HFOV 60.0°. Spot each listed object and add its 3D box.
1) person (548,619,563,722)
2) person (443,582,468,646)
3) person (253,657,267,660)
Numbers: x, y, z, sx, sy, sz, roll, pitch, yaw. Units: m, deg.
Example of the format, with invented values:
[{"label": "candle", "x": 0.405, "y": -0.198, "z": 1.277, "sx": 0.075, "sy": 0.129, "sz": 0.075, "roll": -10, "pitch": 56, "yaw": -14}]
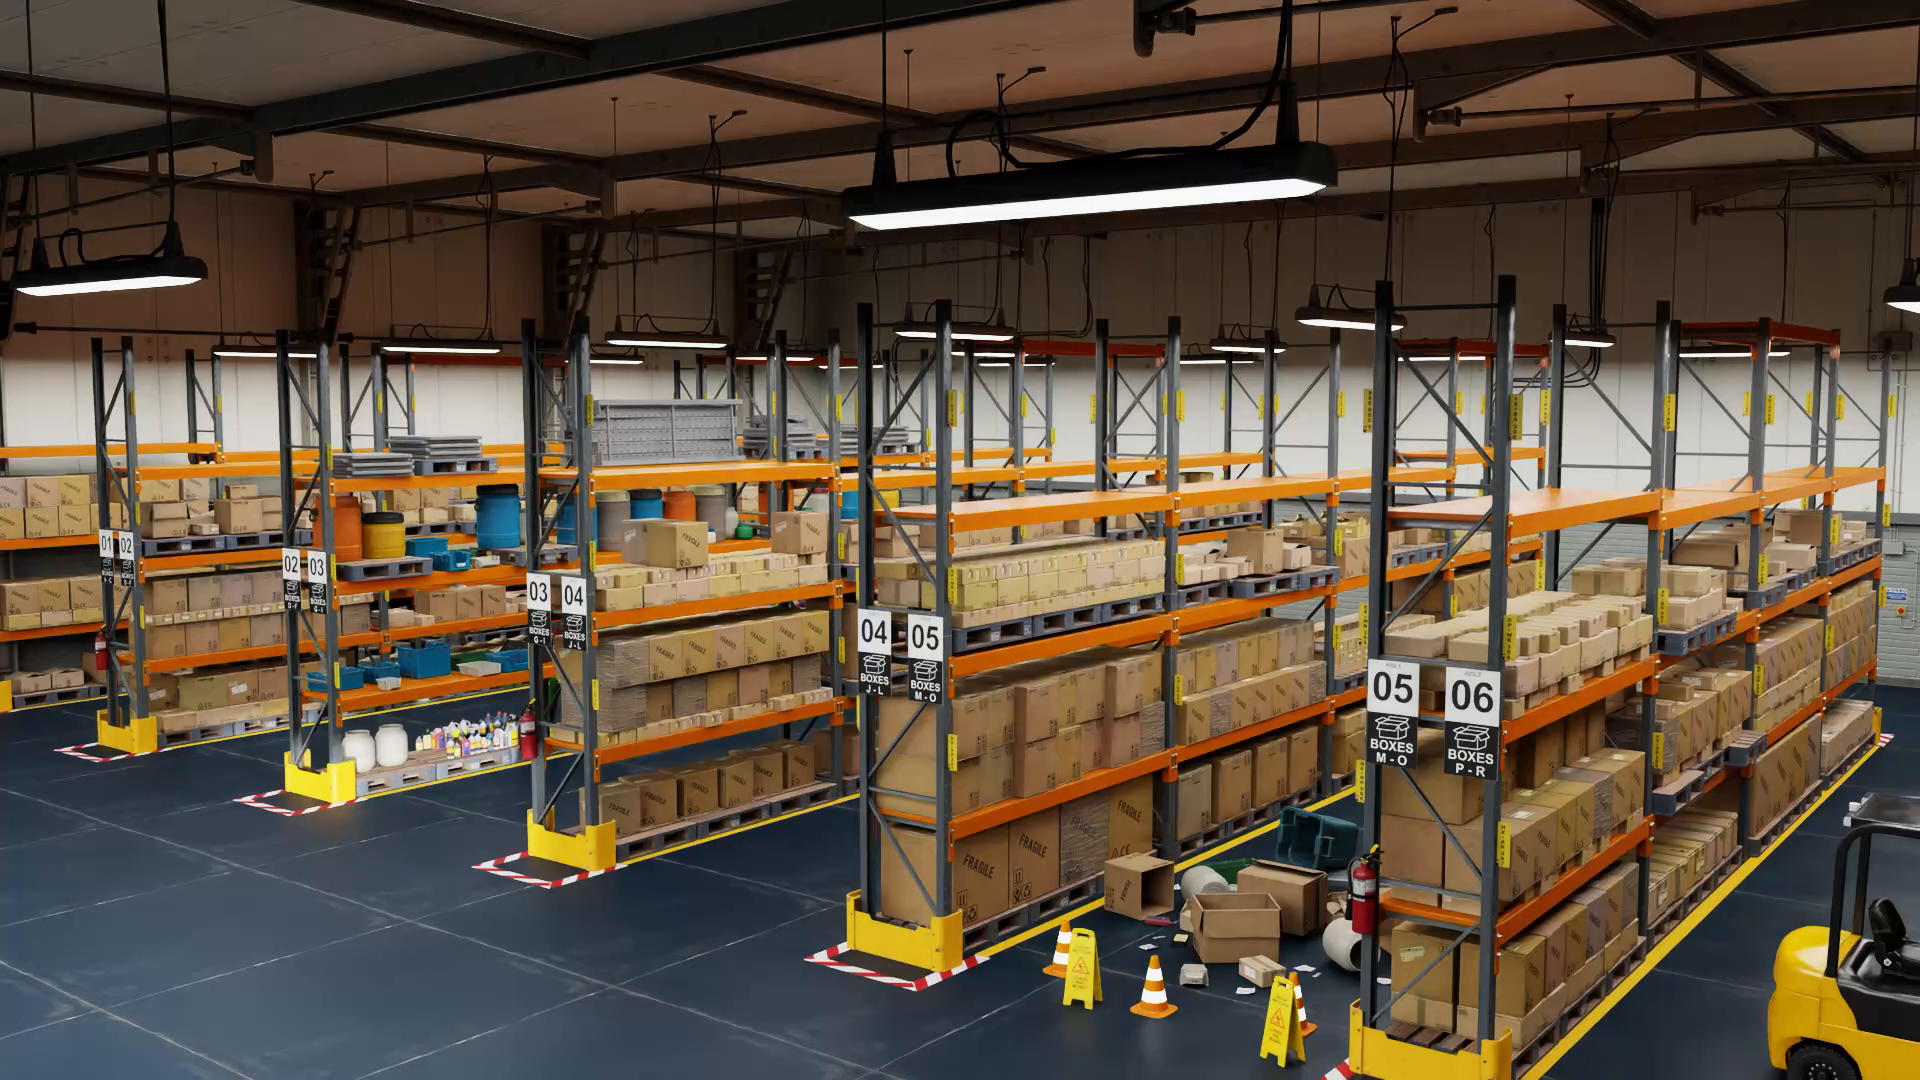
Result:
[{"label": "person", "x": -6.163, "y": 2.049, "z": 25.922, "sx": 0.593, "sy": 1.755, "sz": 0.804, "roll": -5, "pitch": 7, "yaw": -44}, {"label": "person", "x": -9.790, "y": 1.495, "z": 32.209, "sx": 0.564, "sy": 1.795, "sz": 0.663, "roll": 3, "pitch": 6, "yaw": 28}, {"label": "person", "x": -11.922, "y": 1.894, "z": 28.425, "sx": 0.538, "sy": 1.650, "sz": 0.786, "roll": 3, "pitch": 6, "yaw": 33}]
